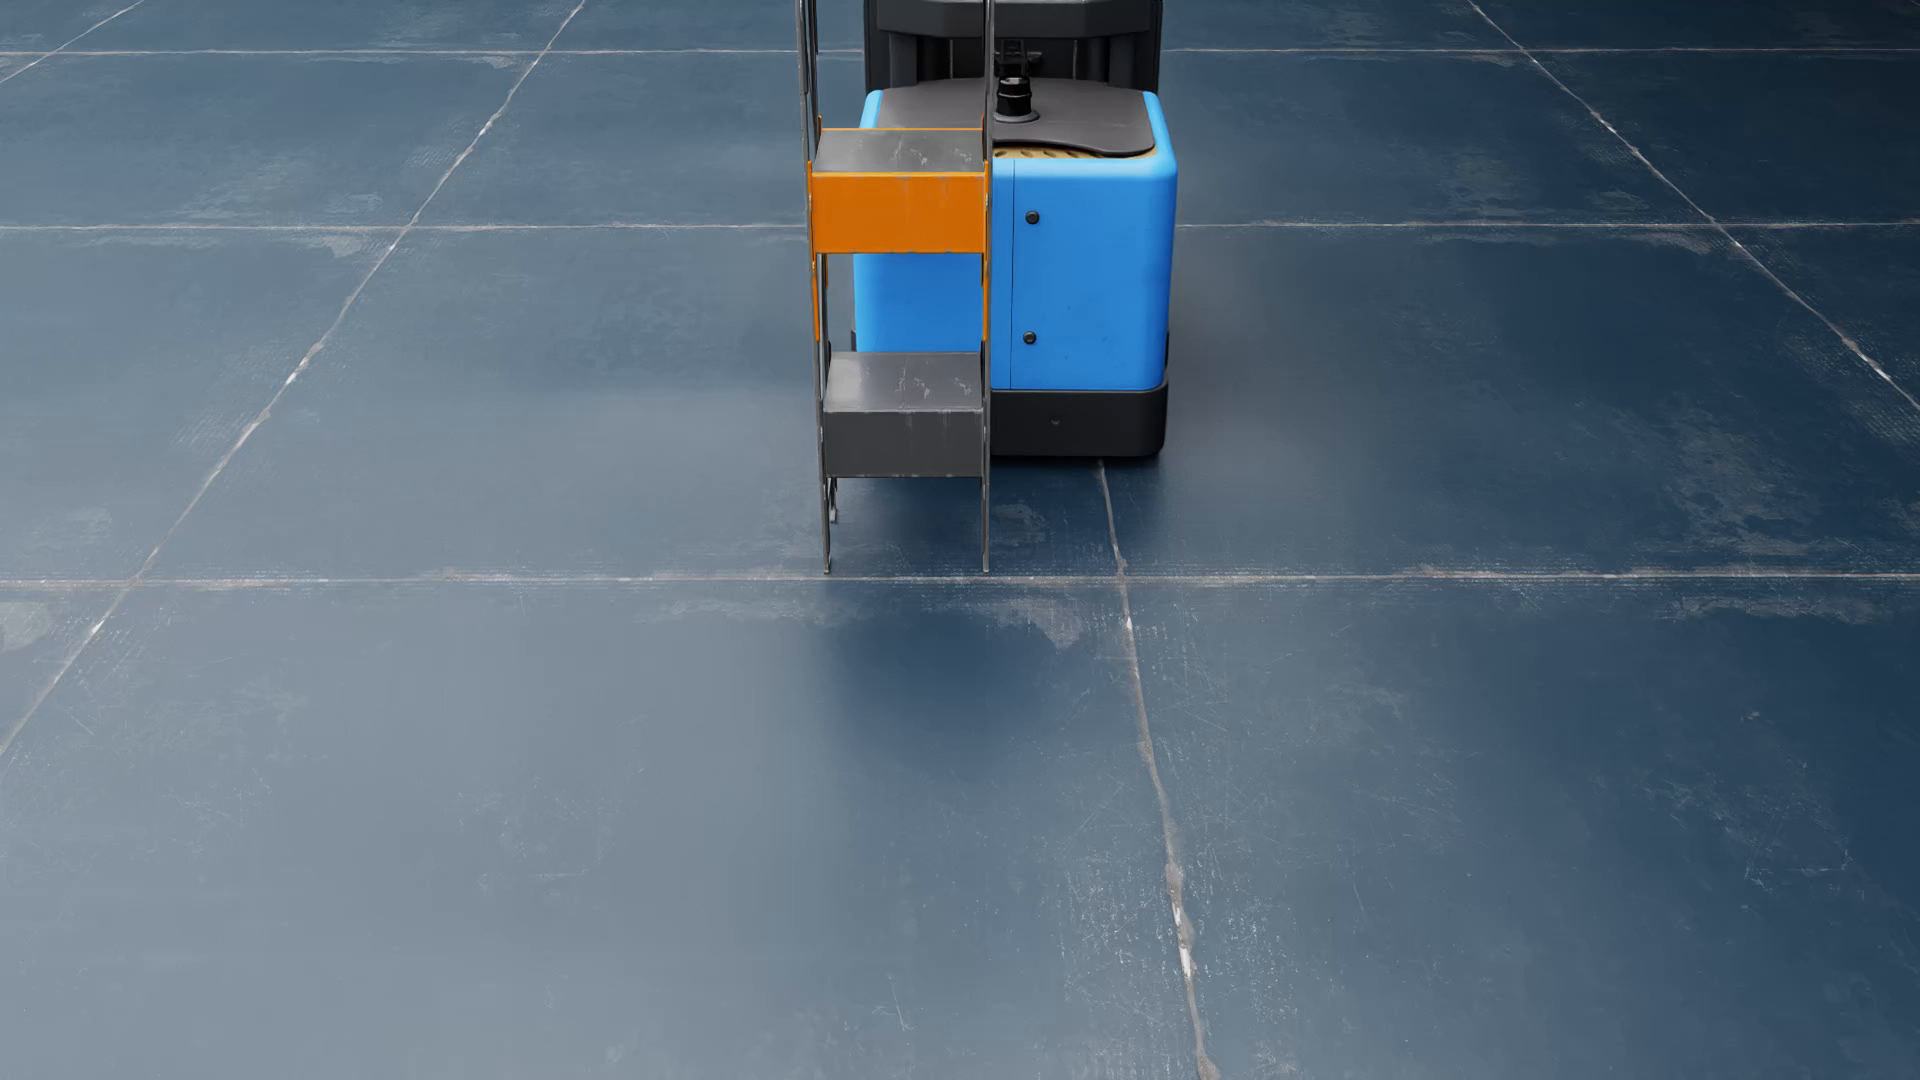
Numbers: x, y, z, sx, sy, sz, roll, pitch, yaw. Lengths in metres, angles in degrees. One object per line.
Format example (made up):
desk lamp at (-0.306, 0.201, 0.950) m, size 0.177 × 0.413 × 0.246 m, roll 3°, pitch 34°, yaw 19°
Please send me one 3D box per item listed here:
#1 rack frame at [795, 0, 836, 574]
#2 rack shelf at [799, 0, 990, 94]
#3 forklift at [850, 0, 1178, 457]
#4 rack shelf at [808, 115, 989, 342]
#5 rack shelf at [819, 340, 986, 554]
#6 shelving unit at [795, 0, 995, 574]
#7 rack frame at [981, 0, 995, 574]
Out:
rack frame at (-0.410, -0.896, 4.703) m, size 0.015 × 2.100 × 0.400 m, roll 0°, pitch 31°, yaw 0°
rack shelf at (-0.166, -1.484, 4.348) m, size 0.480 × 0.518 × 0.431 m, roll 0°, pitch 31°, yaw 0°
forklift at (0.196, -2.259, 6.148) m, size 1.130 × 2.935 × 3.031 m, roll 1°, pitch 31°, yaw 1°
rack shelf at (-0.166, -0.886, 4.712) m, size 0.480 × 0.518 × 0.431 m, roll 0°, pitch 31°, yaw 0°
rack shelf at (-0.166, -0.287, 5.075) m, size 0.480 × 0.518 × 0.431 m, roll 0°, pitch 31°, yaw 0°
shelving unit at (-0.166, -0.897, 4.705) m, size 0.503 × 2.100 × 0.431 m, roll 0°, pitch 31°, yaw 0°
rack frame at (0.078, -0.898, 4.706) m, size 0.015 × 2.100 × 0.400 m, roll 0°, pitch 31°, yaw 0°
